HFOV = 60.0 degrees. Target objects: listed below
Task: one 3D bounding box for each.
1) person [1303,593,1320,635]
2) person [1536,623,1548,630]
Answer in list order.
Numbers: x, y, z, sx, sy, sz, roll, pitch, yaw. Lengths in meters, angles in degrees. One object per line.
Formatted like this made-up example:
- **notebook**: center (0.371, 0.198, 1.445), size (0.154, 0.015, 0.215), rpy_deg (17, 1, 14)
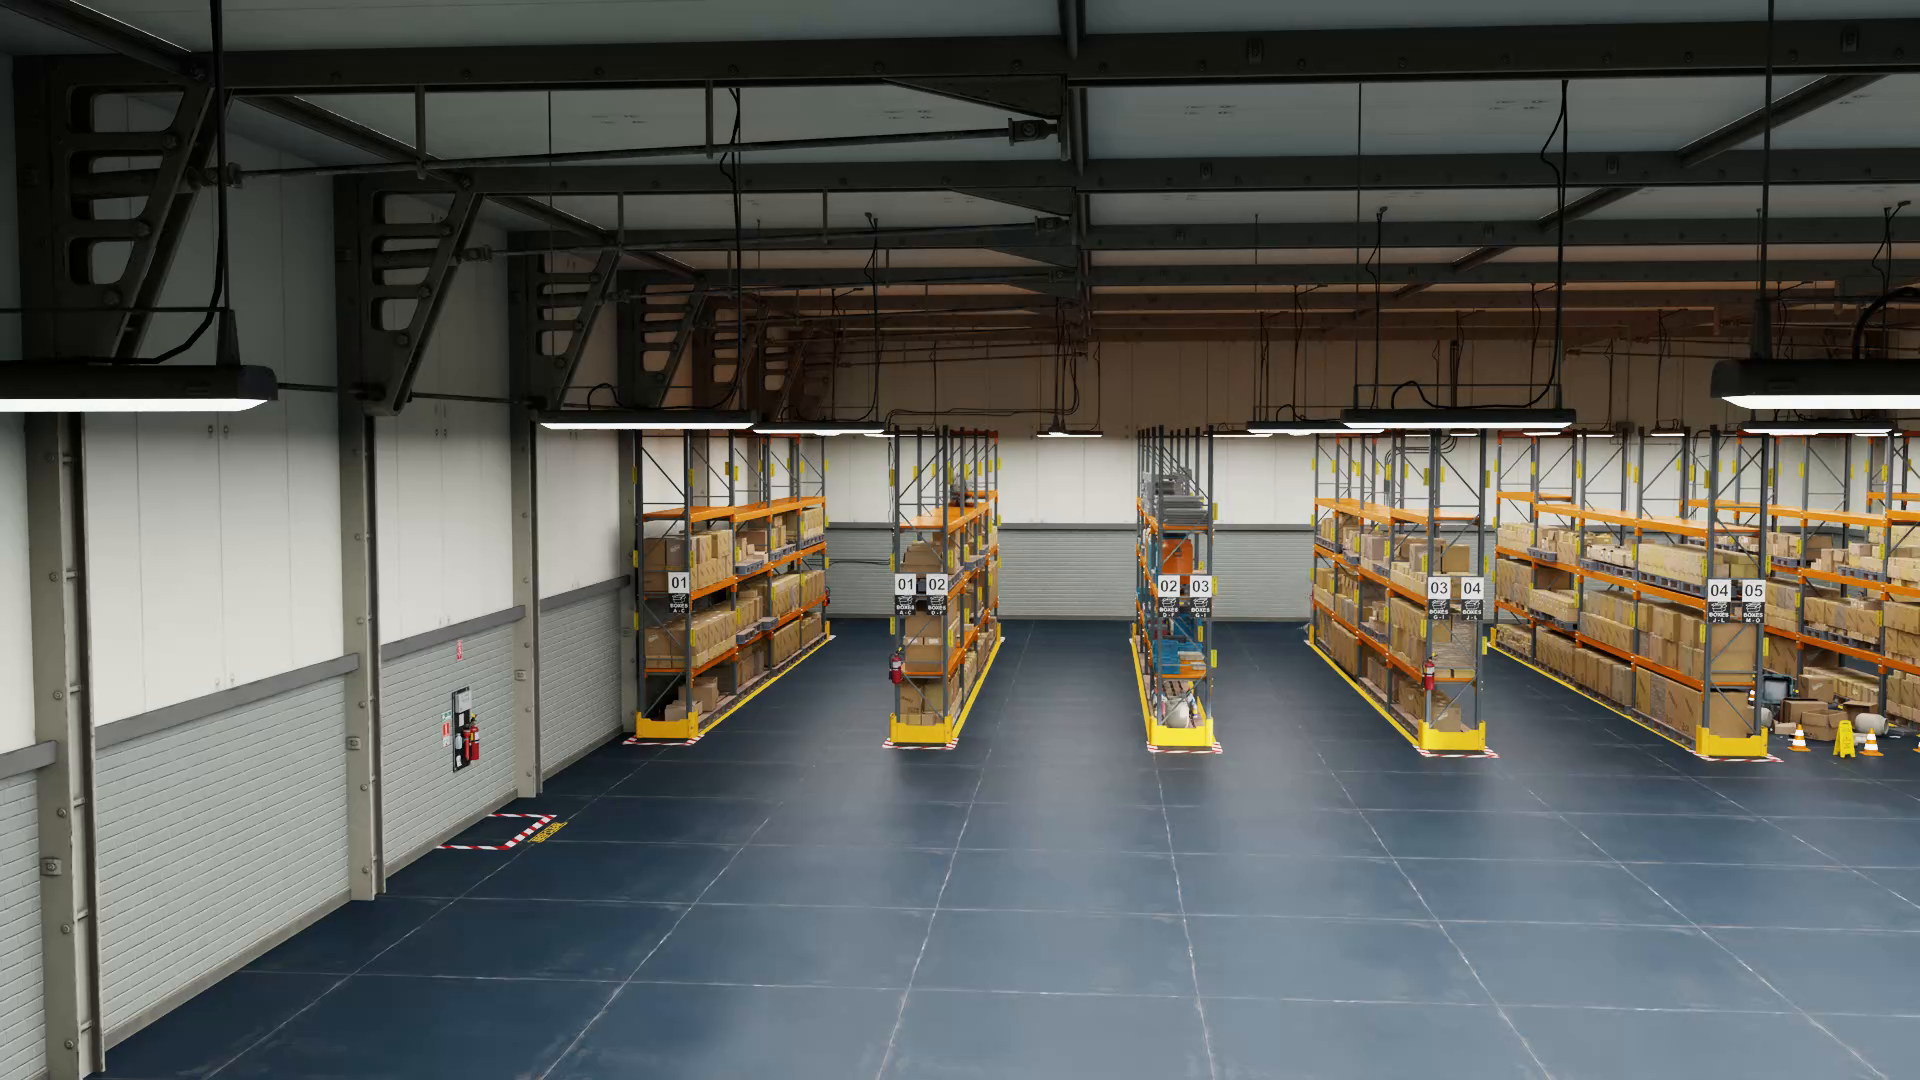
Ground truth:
- **person**: center (10.345, 1.987, 47.892), size (0.901, 1.696, 0.674), rpy_deg (1, 4, 12)
- **person**: center (16.381, 2.086, 47.228), size (0.778, 1.654, 0.680), rpy_deg (2, 4, 32)
